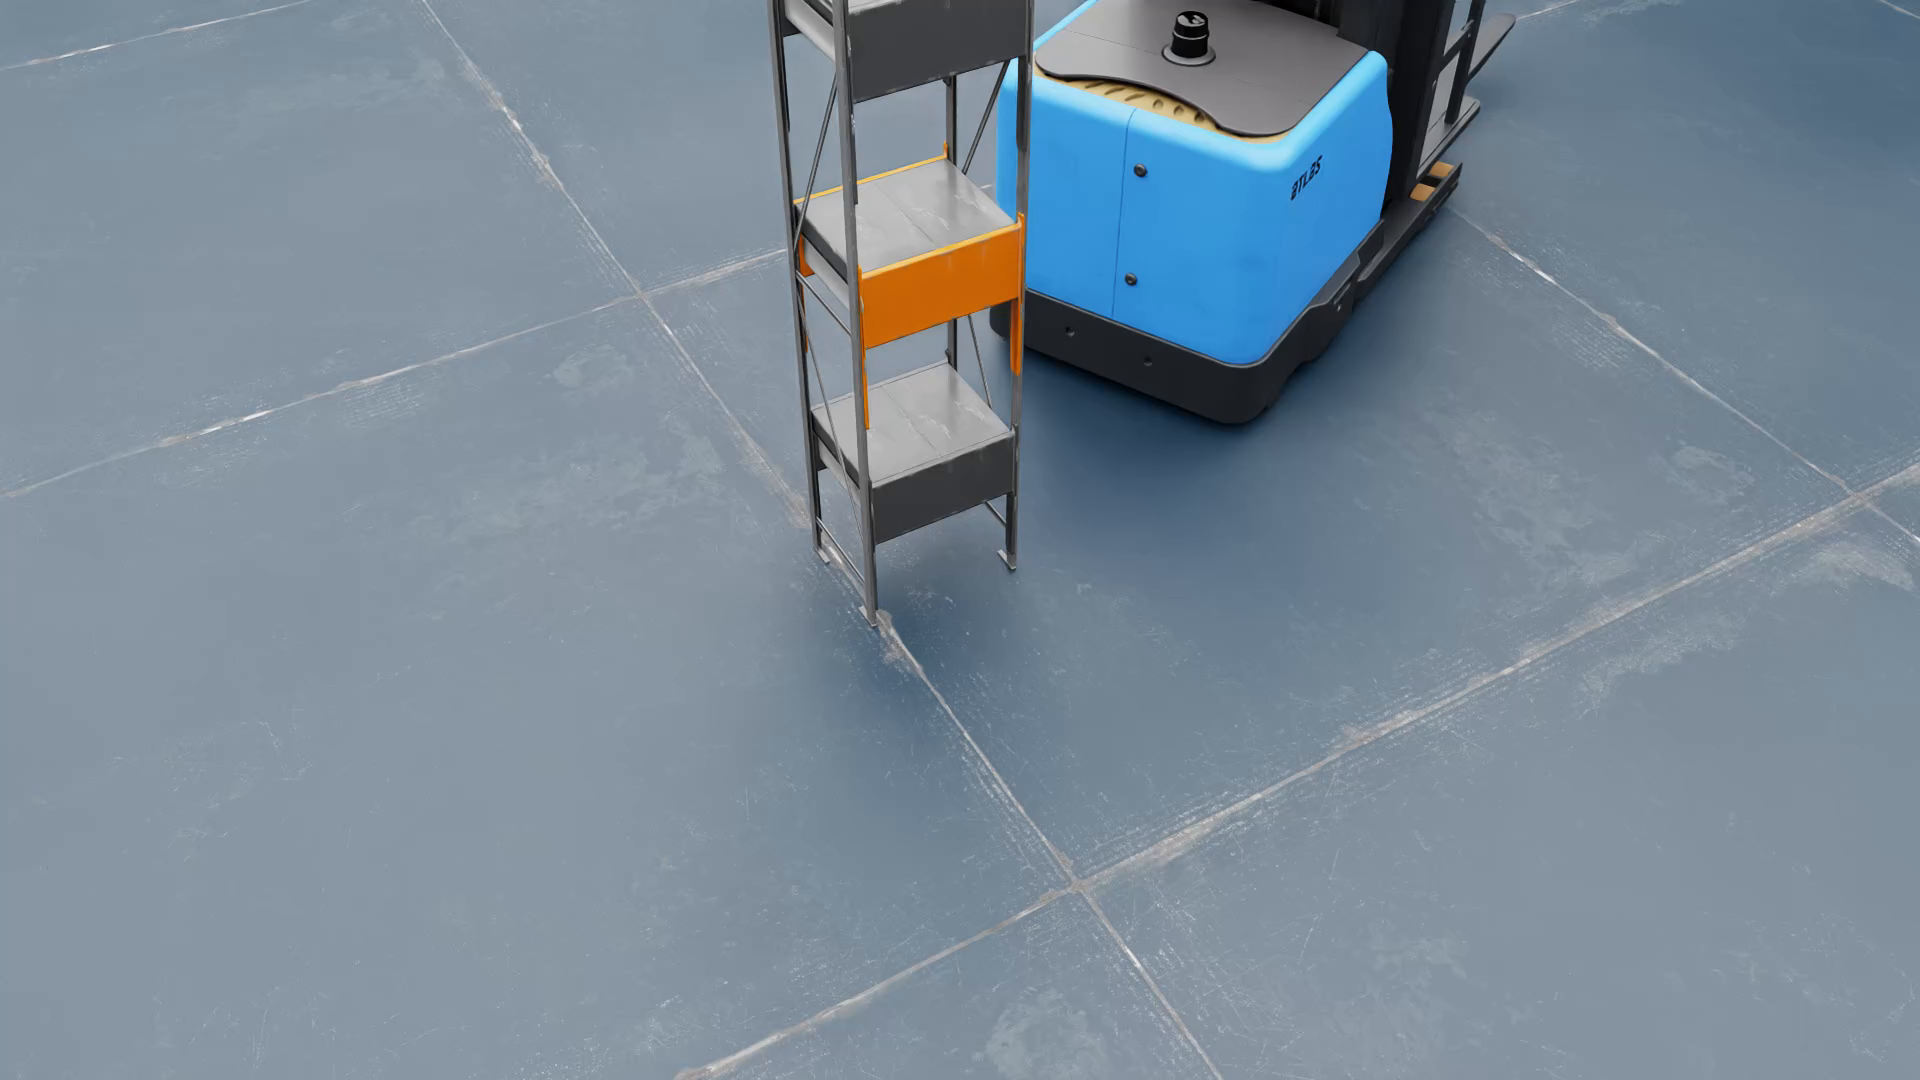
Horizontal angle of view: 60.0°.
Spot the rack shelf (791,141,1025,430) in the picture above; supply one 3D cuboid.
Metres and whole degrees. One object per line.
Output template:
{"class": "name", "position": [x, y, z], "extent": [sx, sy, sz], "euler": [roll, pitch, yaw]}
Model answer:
{"class": "rack shelf", "position": [-0.144, -0.686, 4.469], "extent": [0.480, 0.518, 0.431], "euler": [-22, 48, -21]}

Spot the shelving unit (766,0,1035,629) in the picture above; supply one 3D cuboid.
{"class": "shelving unit", "position": [-0.144, -0.696, 4.460], "extent": [0.503, 2.100, 0.431], "euler": [-22, 48, -21]}

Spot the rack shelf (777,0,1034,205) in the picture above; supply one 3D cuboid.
{"class": "rack shelf", "position": [-0.144, -1.189, 3.982], "extent": [0.480, 0.518, 0.431], "euler": [-22, 48, -21]}

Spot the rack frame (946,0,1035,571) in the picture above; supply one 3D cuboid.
{"class": "rack frame", "position": [0.068, -0.781, 4.547], "extent": [0.015, 2.100, 0.400], "euler": [-22, 48, -21]}

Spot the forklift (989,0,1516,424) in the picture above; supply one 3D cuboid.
{"class": "forklift", "position": [1.331, -2.440, 5.660], "extent": [1.130, 2.935, 3.031], "euler": [24, 49, 23]}

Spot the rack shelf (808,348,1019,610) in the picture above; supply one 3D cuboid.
{"class": "rack shelf", "position": [-0.144, -0.184, 4.957], "extent": [0.480, 0.518, 0.431], "euler": [-22, 48, -21]}

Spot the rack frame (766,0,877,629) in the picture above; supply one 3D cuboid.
{"class": "rack frame", "position": [-0.355, -0.611, 4.372], "extent": [0.015, 2.100, 0.400], "euler": [-22, 48, -21]}
